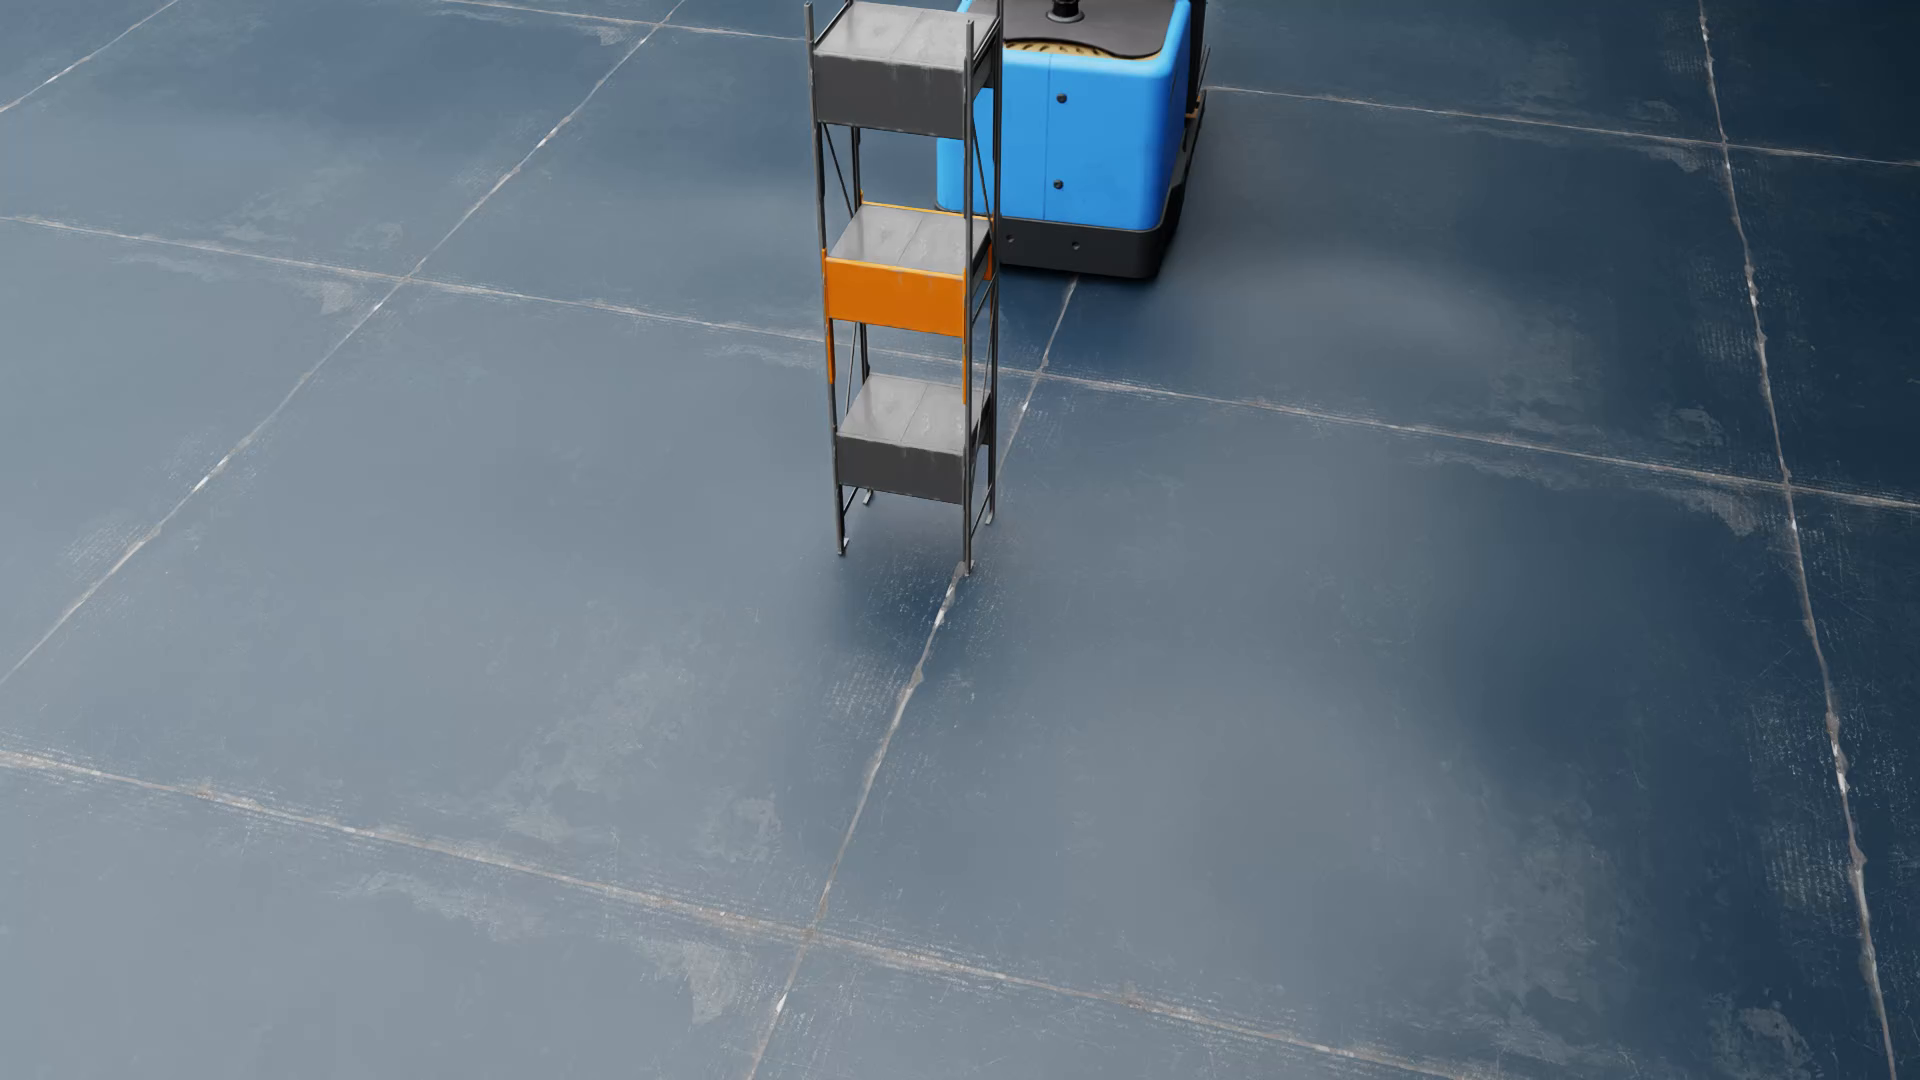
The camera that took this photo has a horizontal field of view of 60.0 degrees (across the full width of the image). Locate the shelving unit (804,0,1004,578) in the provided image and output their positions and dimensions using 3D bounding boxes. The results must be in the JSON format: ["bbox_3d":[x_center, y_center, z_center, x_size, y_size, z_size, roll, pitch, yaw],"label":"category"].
[{"bbox_3d":[-0.160,-0.832,5.607,0.503,2.100,0.431,10,41,11],"label":"shelving unit"}]

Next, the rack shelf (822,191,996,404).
[{"bbox_3d":[-0.160,-0.821,5.616,0.480,0.518,0.431,10,41,11],"label":"rack shelf"}]

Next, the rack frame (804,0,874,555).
[{"bbox_3d":[-0.396,-0.872,5.656,0.015,2.100,0.400,10,41,11],"label":"rack frame"}]

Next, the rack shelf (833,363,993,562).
[{"bbox_3d":[-0.160,-0.285,6.066,0.480,0.518,0.431,10,41,11],"label":"rack shelf"}]

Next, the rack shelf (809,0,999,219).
[{"bbox_3d":[-0.160,-1.357,5.166,0.480,0.518,0.431,10,41,11],"label":"rack shelf"}]

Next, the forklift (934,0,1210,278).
[{"bbox_3d":[0.700,-3.266,7.860,1.130,2.935,3.031,8,41,9],"label":"forklift"}]

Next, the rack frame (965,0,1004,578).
[{"bbox_3d":[0.076,-0.791,5.559,0.015,2.100,0.400,10,41,11],"label":"rack frame"}]
